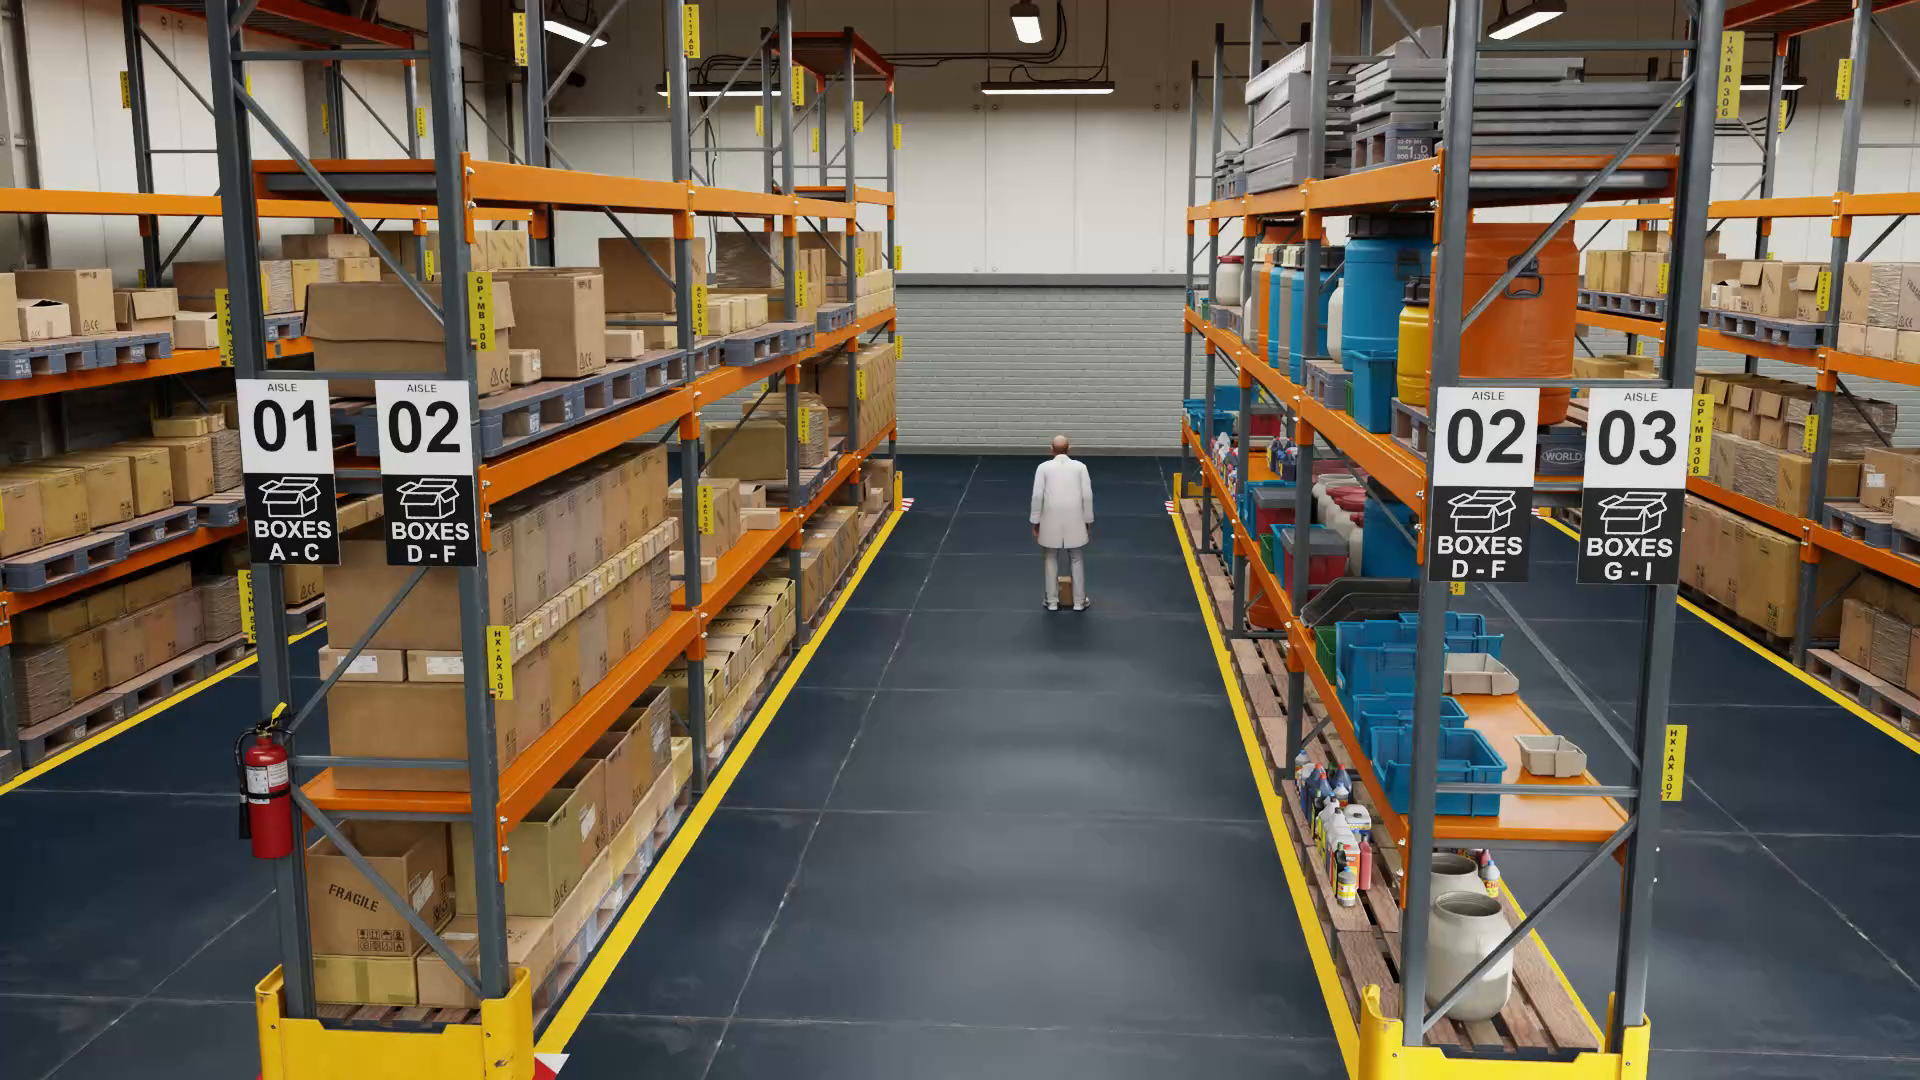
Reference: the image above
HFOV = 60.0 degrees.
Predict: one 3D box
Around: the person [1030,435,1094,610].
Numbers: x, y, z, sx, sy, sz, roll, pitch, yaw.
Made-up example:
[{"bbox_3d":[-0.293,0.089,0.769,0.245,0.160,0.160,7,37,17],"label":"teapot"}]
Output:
[{"bbox_3d":[1.034,-0.177,16.915,0.652,1.773,0.426,0,11,0],"label":"person"}]
